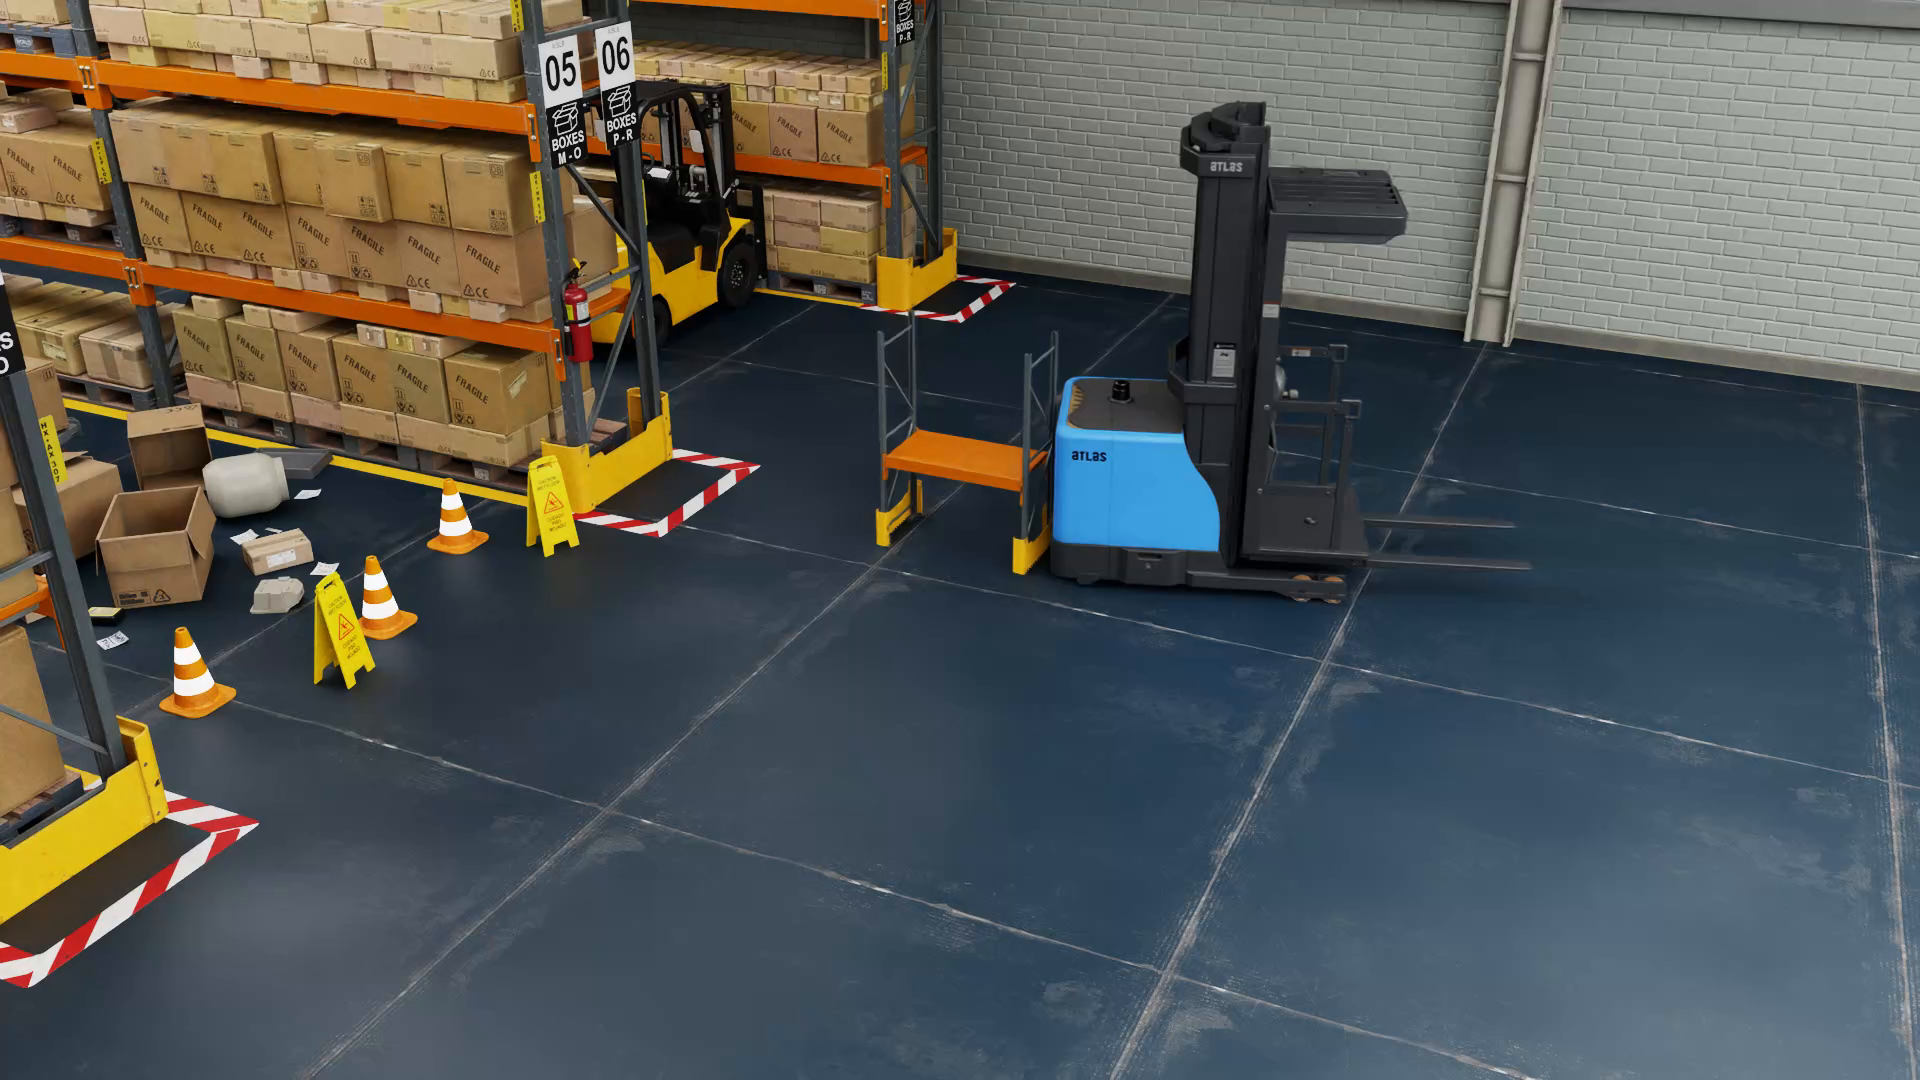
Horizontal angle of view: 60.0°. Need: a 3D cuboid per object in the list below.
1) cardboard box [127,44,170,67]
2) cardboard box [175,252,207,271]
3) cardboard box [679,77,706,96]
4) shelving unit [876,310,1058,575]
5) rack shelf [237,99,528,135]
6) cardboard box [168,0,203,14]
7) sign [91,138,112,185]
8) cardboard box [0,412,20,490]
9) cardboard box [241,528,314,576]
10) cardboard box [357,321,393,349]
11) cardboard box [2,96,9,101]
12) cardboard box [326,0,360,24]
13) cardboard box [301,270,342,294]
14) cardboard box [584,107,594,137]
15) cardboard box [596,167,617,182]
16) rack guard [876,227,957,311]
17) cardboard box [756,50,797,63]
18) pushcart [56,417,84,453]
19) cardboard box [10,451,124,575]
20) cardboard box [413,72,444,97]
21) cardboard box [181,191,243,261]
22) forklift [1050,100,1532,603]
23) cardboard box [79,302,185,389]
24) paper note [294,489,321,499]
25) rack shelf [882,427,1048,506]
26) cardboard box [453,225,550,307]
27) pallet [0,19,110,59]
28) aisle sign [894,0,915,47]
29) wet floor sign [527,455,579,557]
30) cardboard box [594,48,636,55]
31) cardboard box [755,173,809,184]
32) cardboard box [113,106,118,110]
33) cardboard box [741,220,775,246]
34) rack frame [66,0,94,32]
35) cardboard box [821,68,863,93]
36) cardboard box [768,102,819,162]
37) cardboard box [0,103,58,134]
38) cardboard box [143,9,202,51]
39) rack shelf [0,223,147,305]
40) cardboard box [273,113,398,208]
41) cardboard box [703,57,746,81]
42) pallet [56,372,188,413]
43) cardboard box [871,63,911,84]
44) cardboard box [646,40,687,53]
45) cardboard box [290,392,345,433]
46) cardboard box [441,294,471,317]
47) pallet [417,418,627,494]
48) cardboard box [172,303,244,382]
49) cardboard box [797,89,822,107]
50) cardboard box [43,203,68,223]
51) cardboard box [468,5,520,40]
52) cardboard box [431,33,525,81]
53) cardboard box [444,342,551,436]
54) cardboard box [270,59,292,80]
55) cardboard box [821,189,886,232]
[{"bbox_3d":[-5.727,-3.511,11.943,0.250,0.149,0.380,11,28,22],"label":"cardboard box"},{"bbox_3d":[-5.718,-2.180,12.636,0.250,0.149,0.380,12,29,23],"label":"cardboard box"},{"bbox_3d":[-2.492,-4.382,15.977,0.250,0.149,0.380,11,28,21],"label":"cardboard box"},{"bbox_3d":[0.041,-0.660,10.961,1.083,1.500,0.587,11,28,22],"label":"shelving unit"},{"bbox_3d":[-5.893,-4.544,17.968,4.000,0.370,1.077,11,28,22],"label":"rack shelf"},{"bbox_3d":[-5.258,-3.760,11.547,0.250,0.149,0.380,11,28,21],"label":"cardboard box"},{"bbox_3d":[-6.350,-2.800,12.301,0.005,0.325,0.100,11,28,22],"label":"sign"},{"bbox_3d":[-4.761,-0.400,7.343,0.550,0.550,0.875,11,28,22],"label":"cardboard box"},{"bbox_3d":[-4.511,0.078,10.992,0.380,0.149,0.250,-18,31,-31],"label":"cardboard box"},{"bbox_3d":[-4.148,-1.533,12.092,0.250,0.149,0.380,13,29,24],"label":"cardboard box"},{"bbox_3d":[-8.301,-3.449,14.005,0.500,0.500,0.500,9,28,18],"label":"cardboard box"},{"bbox_3d":[-4.028,-3.582,11.185,0.250,0.149,0.380,11,28,20],"label":"cardboard box"},{"bbox_3d":[-4.568,-1.933,12.134,0.250,0.149,0.380,11,28,22],"label":"cardboard box"},{"bbox_3d":[-3.776,-4.360,16.666,0.500,0.500,0.500,11,28,20],"label":"cardboard box"},{"bbox_3d":[-3.301,-3.592,16.726,0.500,0.250,0.500,11,28,22],"label":"cardboard box"},{"bbox_3d":[-0.409,-2.644,16.124,0.348,0.500,1.175,11,28,22],"label":"rack guard"},{"bbox_3d":[-1.786,-4.667,16.220,0.250,0.149,0.380,11,28,21],"label":"cardboard box"},{"bbox_3d":[-7.022,-0.402,11.710,0.936,0.377,1.648,2,26,4],"label":"pushcart"},{"bbox_3d":[-5.984,-0.185,10.972,0.503,0.637,0.797,11,28,22],"label":"cardboard box"},{"bbox_3d":[-3.391,-3.054,11.015,0.250,0.149,0.380,12,29,23],"label":"cardboard box"},{"bbox_3d":[-5.372,-2.408,12.365,0.500,0.500,0.500,11,28,22],"label":"cardboard box"},{"bbox_3d":[2.137,-1.164,10.366,3.031,2.935,1.130,3,26,6],"label":"forklift"},{"bbox_3d":[-6.602,-1.609,13.691,0.625,0.372,0.950,12,29,22],"label":"cardboard box"},{"bbox_3d":[-4.691,-0.334,11.964,0.148,0.019,0.142,2,26,4],"label":"paper note"},{"bbox_3d":[0.049,-0.497,11.037,1.000,0.185,0.538,11,28,22],"label":"rack shelf"},{"bbox_3d":[-3.090,-1.940,11.414,0.500,0.500,0.500,11,28,21],"label":"cardboard box"},{"bbox_3d":[-6.641,-3.922,12.706,1.003,0.211,1.213,11,28,22],"label":"pallet"},{"bbox_3d":[-0.493,-4.806,14.742,0.004,0.787,0.394,11,28,22],"label":"aisle sign"},{"bbox_3d":[-2.752,-0.252,11.101,0.232,0.644,0.267,23,35,39],"label":"wet floor sign"},{"bbox_3d":[-3.394,-4.738,16.364,0.250,0.149,0.380,11,28,21],"label":"cardboard box"},{"bbox_3d":[-1.697,-3.523,16.585,0.500,0.250,0.500,11,28,21],"label":"cardboard box"},{"bbox_3d":[-9.961,-5.175,20.056,0.250,0.149,0.380,12,29,23],"label":"cardboard box"},{"bbox_3d":[-1.934,-3.094,16.280,0.500,0.250,0.500,11,28,21],"label":"cardboard box"},{"bbox_3d":[-6.124,-5.196,11.686,0.127,3.000,1.000,11,28,22],"label":"rack frame"},{"bbox_3d":[-1.082,-4.252,15.377,0.250,0.149,0.380,11,28,22],"label":"cardboard box"},{"bbox_3d":[-1.456,-3.898,15.727,0.500,0.500,0.500,12,29,23],"label":"cardboard box"},{"bbox_3d":[-7.270,-3.277,12.919,0.250,0.149,0.380,11,28,20],"label":"cardboard box"},{"bbox_3d":[-5.363,-3.635,11.745,0.500,0.250,0.500,11,28,21],"label":"cardboard box"},{"bbox_3d":[-7.944,-2.548,13.913,4.000,0.370,1.077,11,28,22],"label":"rack shelf"},{"bbox_3d":[-4.399,-2.700,11.826,0.500,0.500,0.700,11,28,21],"label":"cardboard box"},{"bbox_3d":[-2.243,-4.498,15.875,0.250,0.149,0.380,12,29,23],"label":"cardboard box"},{"bbox_3d":[-6.833,-1.395,13.915,1.213,0.211,1.003,11,28,22],"label":"pallet"},{"bbox_3d":[-0.648,-4.386,15.649,0.250,0.149,0.380,11,28,21],"label":"cardboard box"},{"bbox_3d":[-2.945,-4.907,16.707,0.250,0.149,0.380,11,28,21],"label":"cardboard box"},{"bbox_3d":[-4.724,-1.054,12.702,0.500,0.250,0.500,11,28,21],"label":"cardboard box"},{"bbox_3d":[-3.412,-1.700,11.661,0.250,0.149,0.380,11,28,21],"label":"cardboard box"},{"bbox_3d":[-3.276,-0.699,12.500,1.213,0.211,1.003,11,28,22],"label":"pallet"},{"bbox_3d":[-5.698,-1.579,12.920,0.500,0.500,0.500,13,29,24],"label":"cardboard box"},{"bbox_3d":[-1.319,-4.163,15.532,0.250,0.149,0.380,12,29,23],"label":"cardboard box"},{"bbox_3d":[-6.939,-2.619,13.052,0.250,0.149,0.380,10,28,20],"label":"cardboard box"},{"bbox_3d":[-2.912,-3.307,10.627,0.250,0.149,0.380,12,29,22],"label":"cardboard box"},{"bbox_3d":[-3.060,-3.170,10.800,0.500,0.250,0.500,11,28,21],"label":"cardboard box"},{"bbox_3d":[-3.320,-1.106,11.959,0.500,0.500,0.500,12,28,22],"label":"cardboard box"},{"bbox_3d":[-4.536,-3.299,11.514,0.250,0.149,0.380,12,28,22],"label":"cardboard box"},{"bbox_3d":[-0.979,-3.132,15.791,0.500,0.250,0.500,12,29,24],"label":"cardboard box"}]
